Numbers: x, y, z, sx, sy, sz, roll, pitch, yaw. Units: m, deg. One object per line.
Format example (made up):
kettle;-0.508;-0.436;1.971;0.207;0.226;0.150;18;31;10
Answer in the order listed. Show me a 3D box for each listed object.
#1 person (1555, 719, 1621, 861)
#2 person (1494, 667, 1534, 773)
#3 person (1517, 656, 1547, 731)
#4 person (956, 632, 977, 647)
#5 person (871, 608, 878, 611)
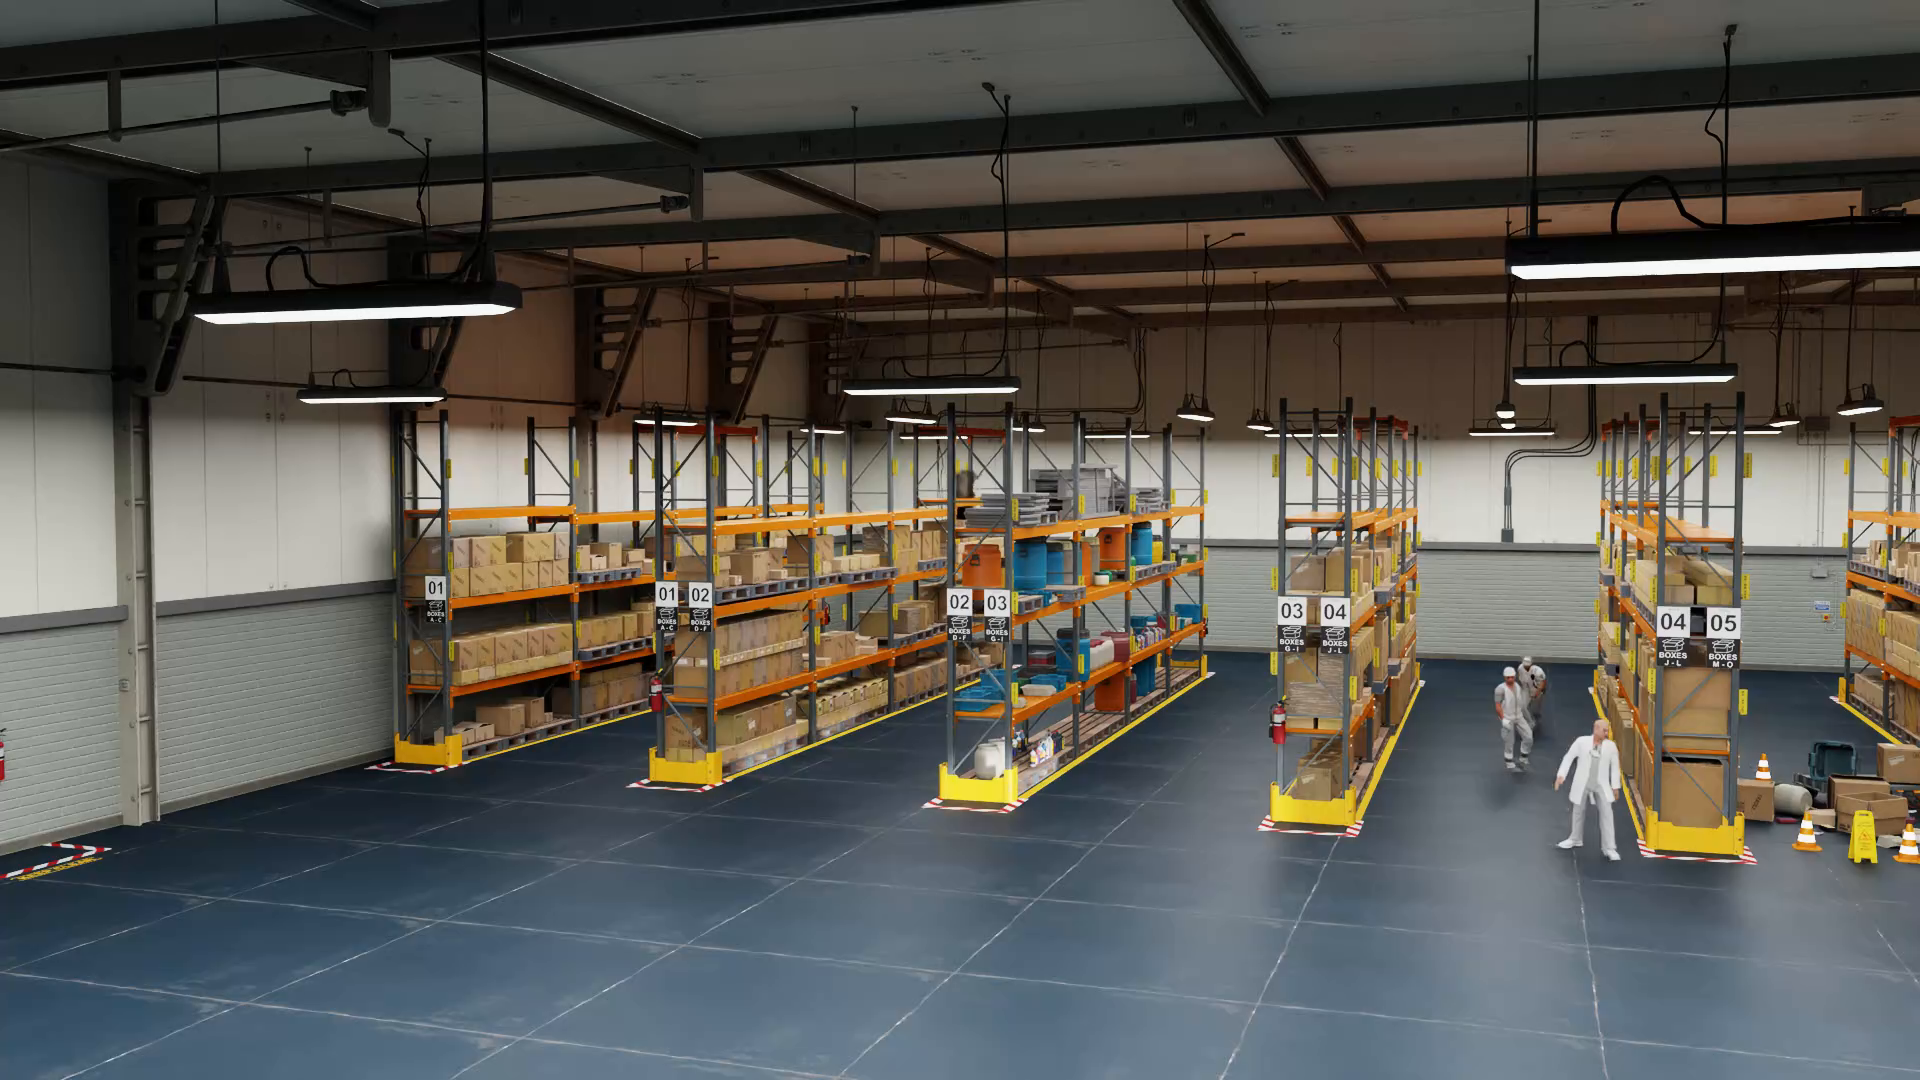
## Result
person;8.111;3.184;21.502;0.812;1.749;0.822;1;3;14
person;9.064;2.946;27.202;0.687;1.759;0.511;-1;2;-12
person;10.893;2.919;31.625;0.583;1.480;1.095;2;3;35
person;0.167;2.301;44.029;0.935;1.661;0.592;2;3;43
person;-1.999;2.462;39.333;0.540;1.705;0.860;1;3;22
